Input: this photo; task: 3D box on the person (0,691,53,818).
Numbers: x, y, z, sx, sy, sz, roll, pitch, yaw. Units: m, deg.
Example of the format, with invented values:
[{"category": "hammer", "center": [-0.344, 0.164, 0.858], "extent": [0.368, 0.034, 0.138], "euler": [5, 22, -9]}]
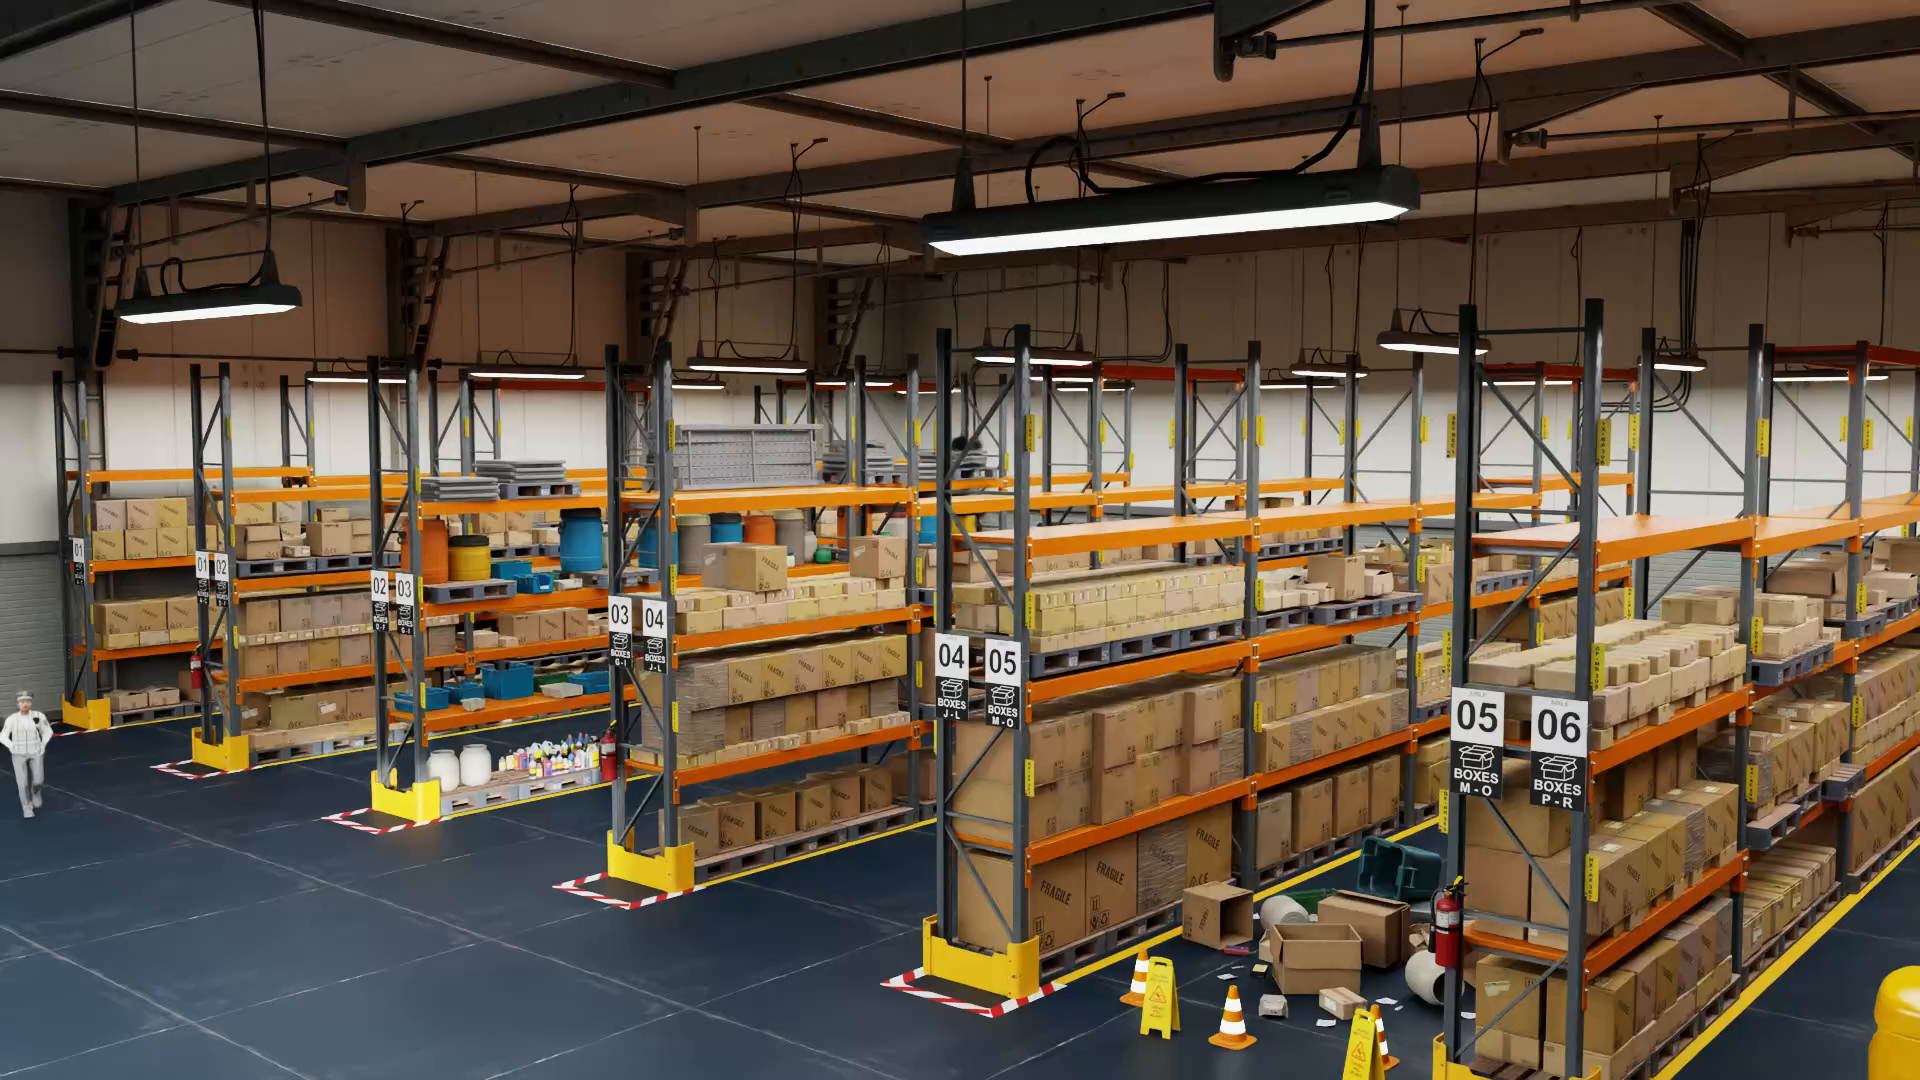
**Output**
[{"category": "person", "center": [-12.121, 2.785, 21.611], "extent": [0.608, 1.636, 0.520], "euler": [-2, 5, -31]}]
